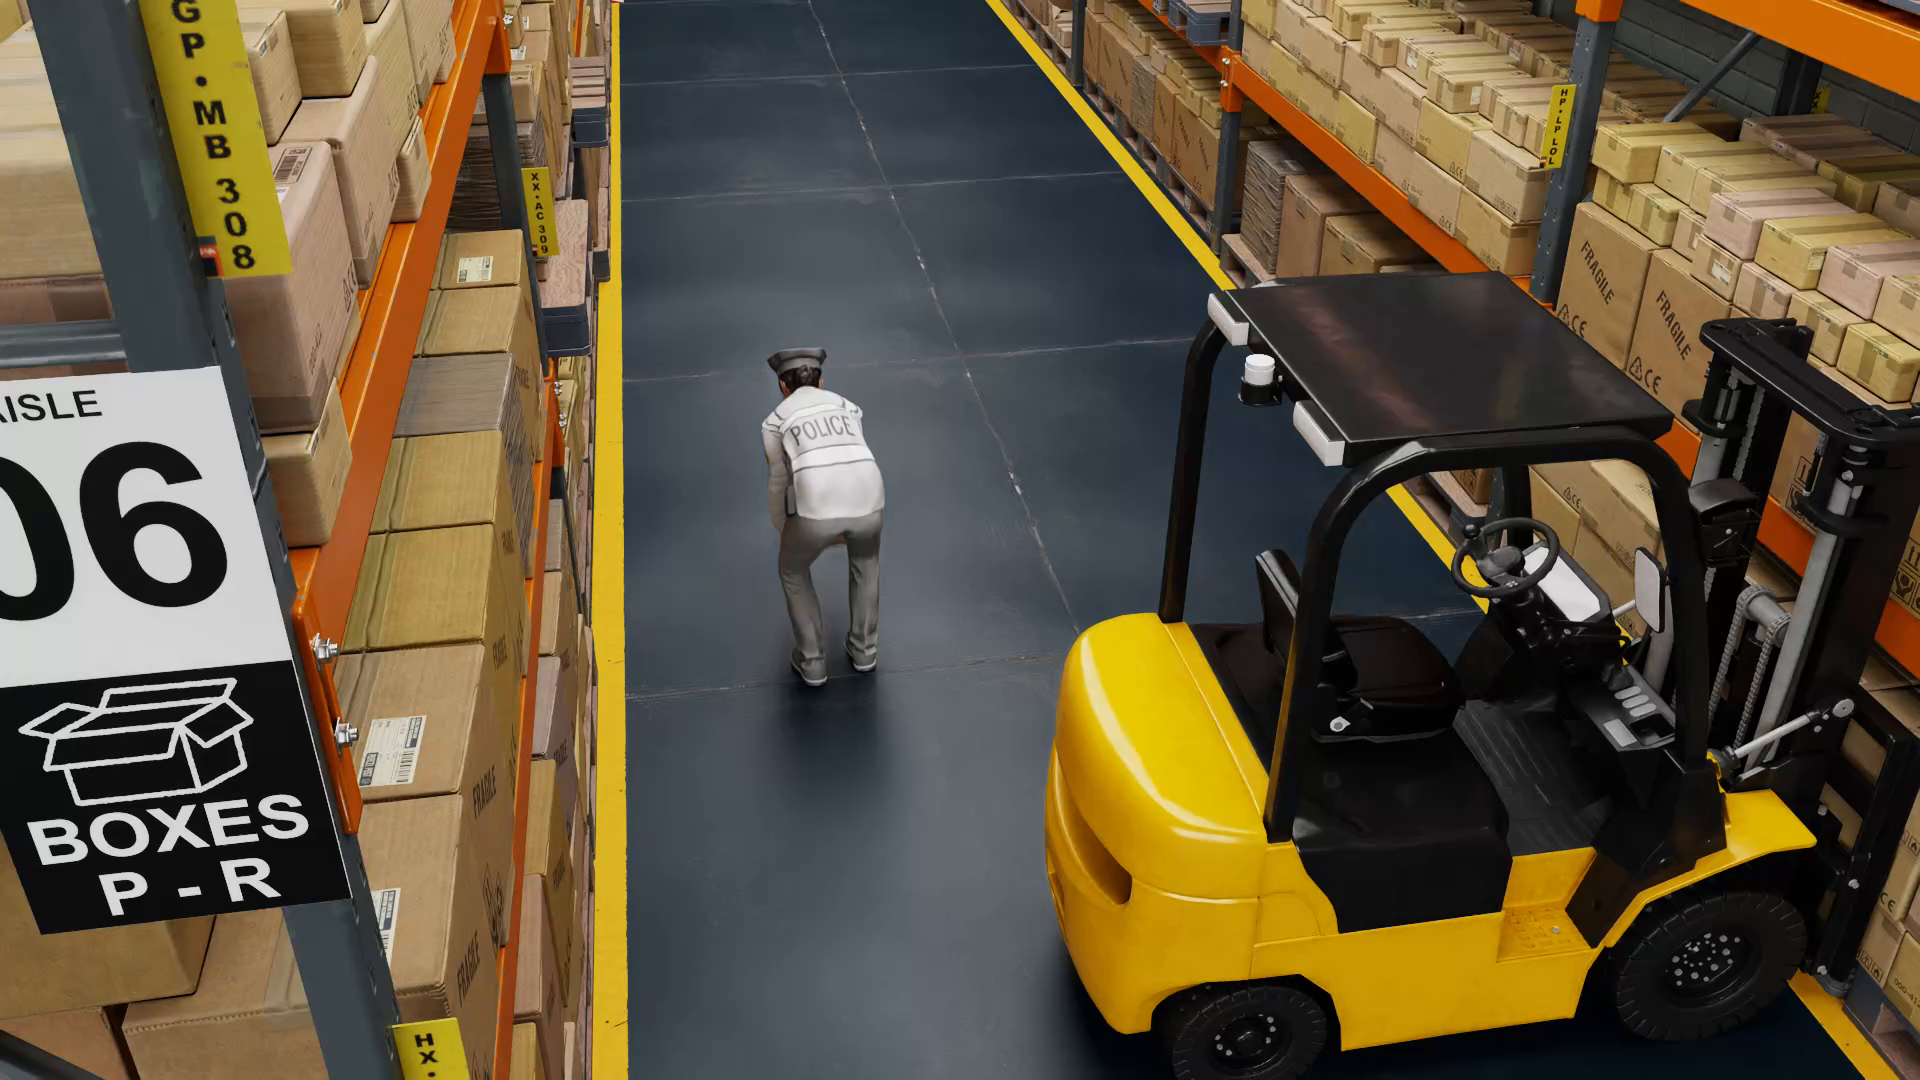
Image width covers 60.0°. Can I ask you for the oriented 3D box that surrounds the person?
[{"bbox_3d":[-0.562,-0.105,6.724,0.410,1.240,0.897,-9,32,-14],"label":"person"}]
